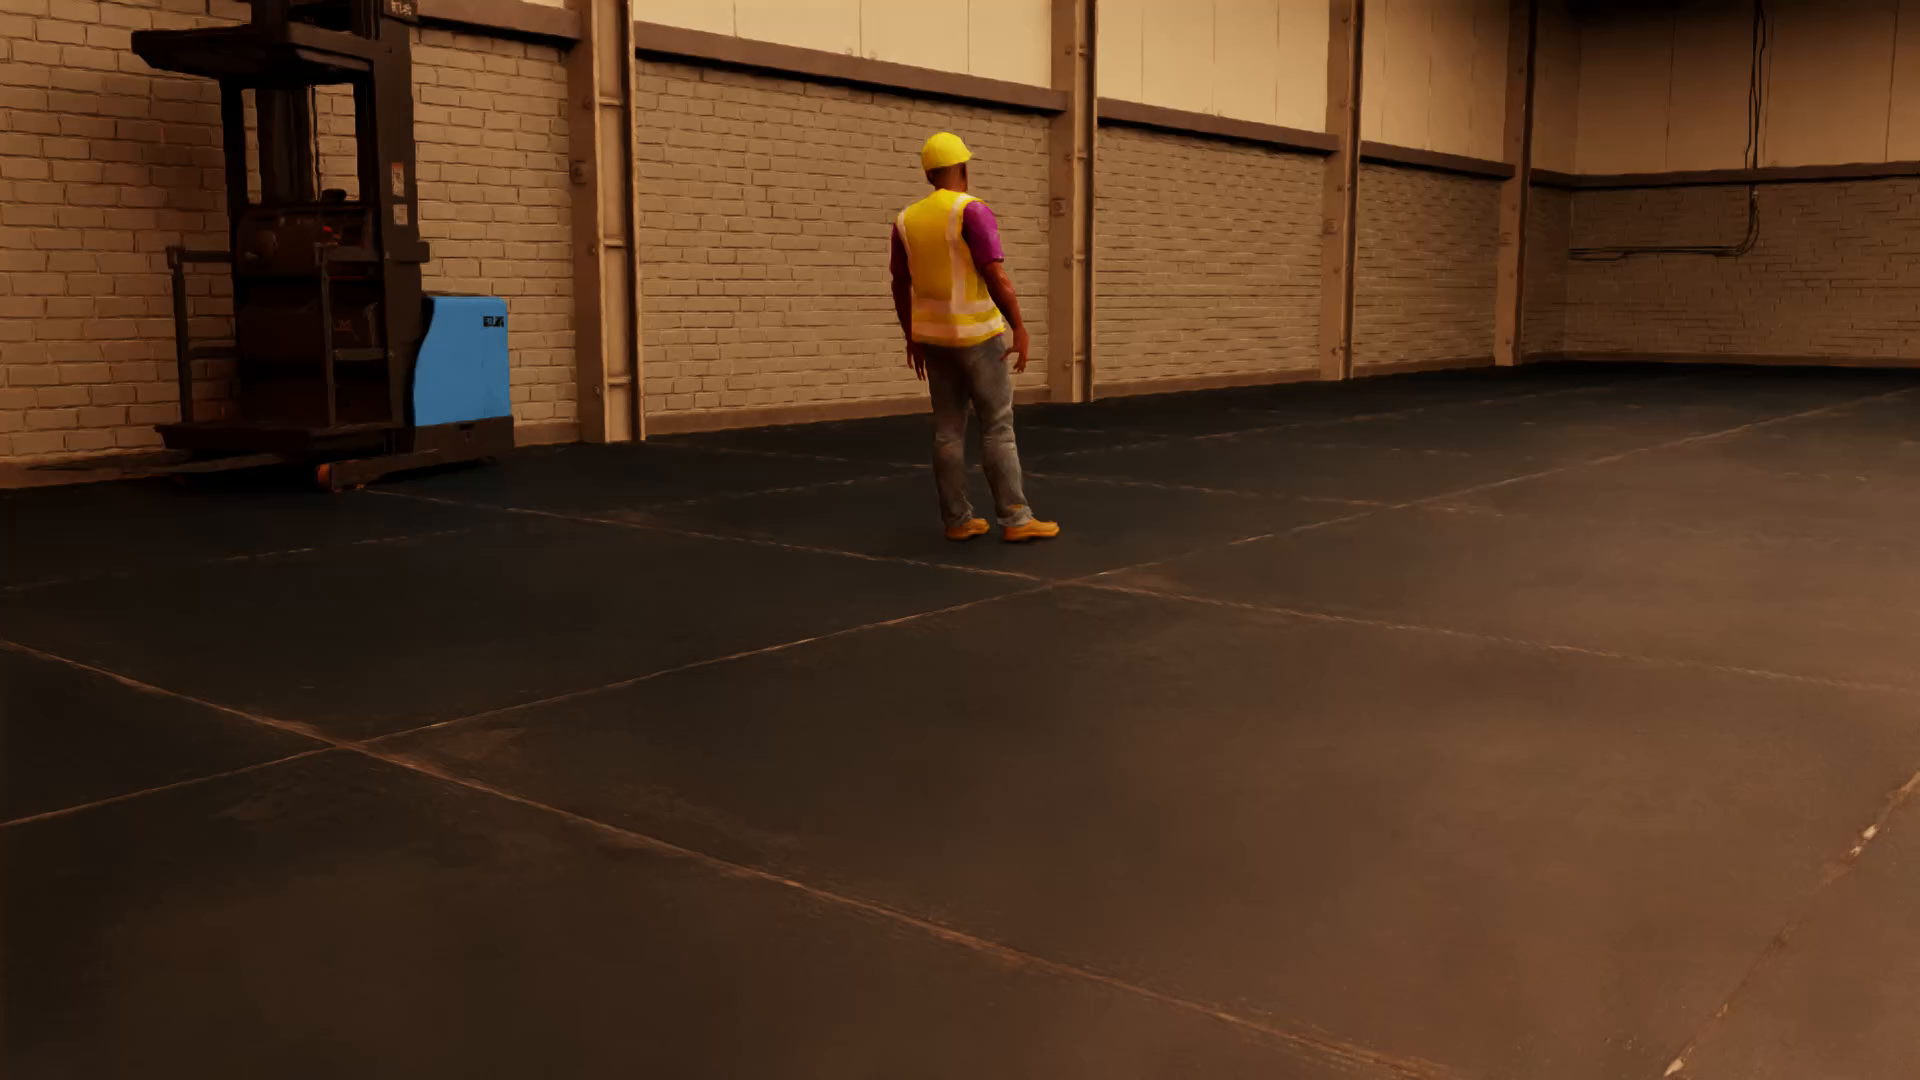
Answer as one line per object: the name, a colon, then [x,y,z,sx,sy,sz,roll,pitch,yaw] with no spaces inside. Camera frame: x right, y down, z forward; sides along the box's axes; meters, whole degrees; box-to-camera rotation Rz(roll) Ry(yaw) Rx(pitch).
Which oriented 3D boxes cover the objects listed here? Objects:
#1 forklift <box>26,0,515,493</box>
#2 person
forklift: [-3.855,-1.777,9.422,1.130,2.935,3.031,3,9,19]
person: [-0.001,-0.909,7.262,0.665,1.707,0.419,7,11,38]
